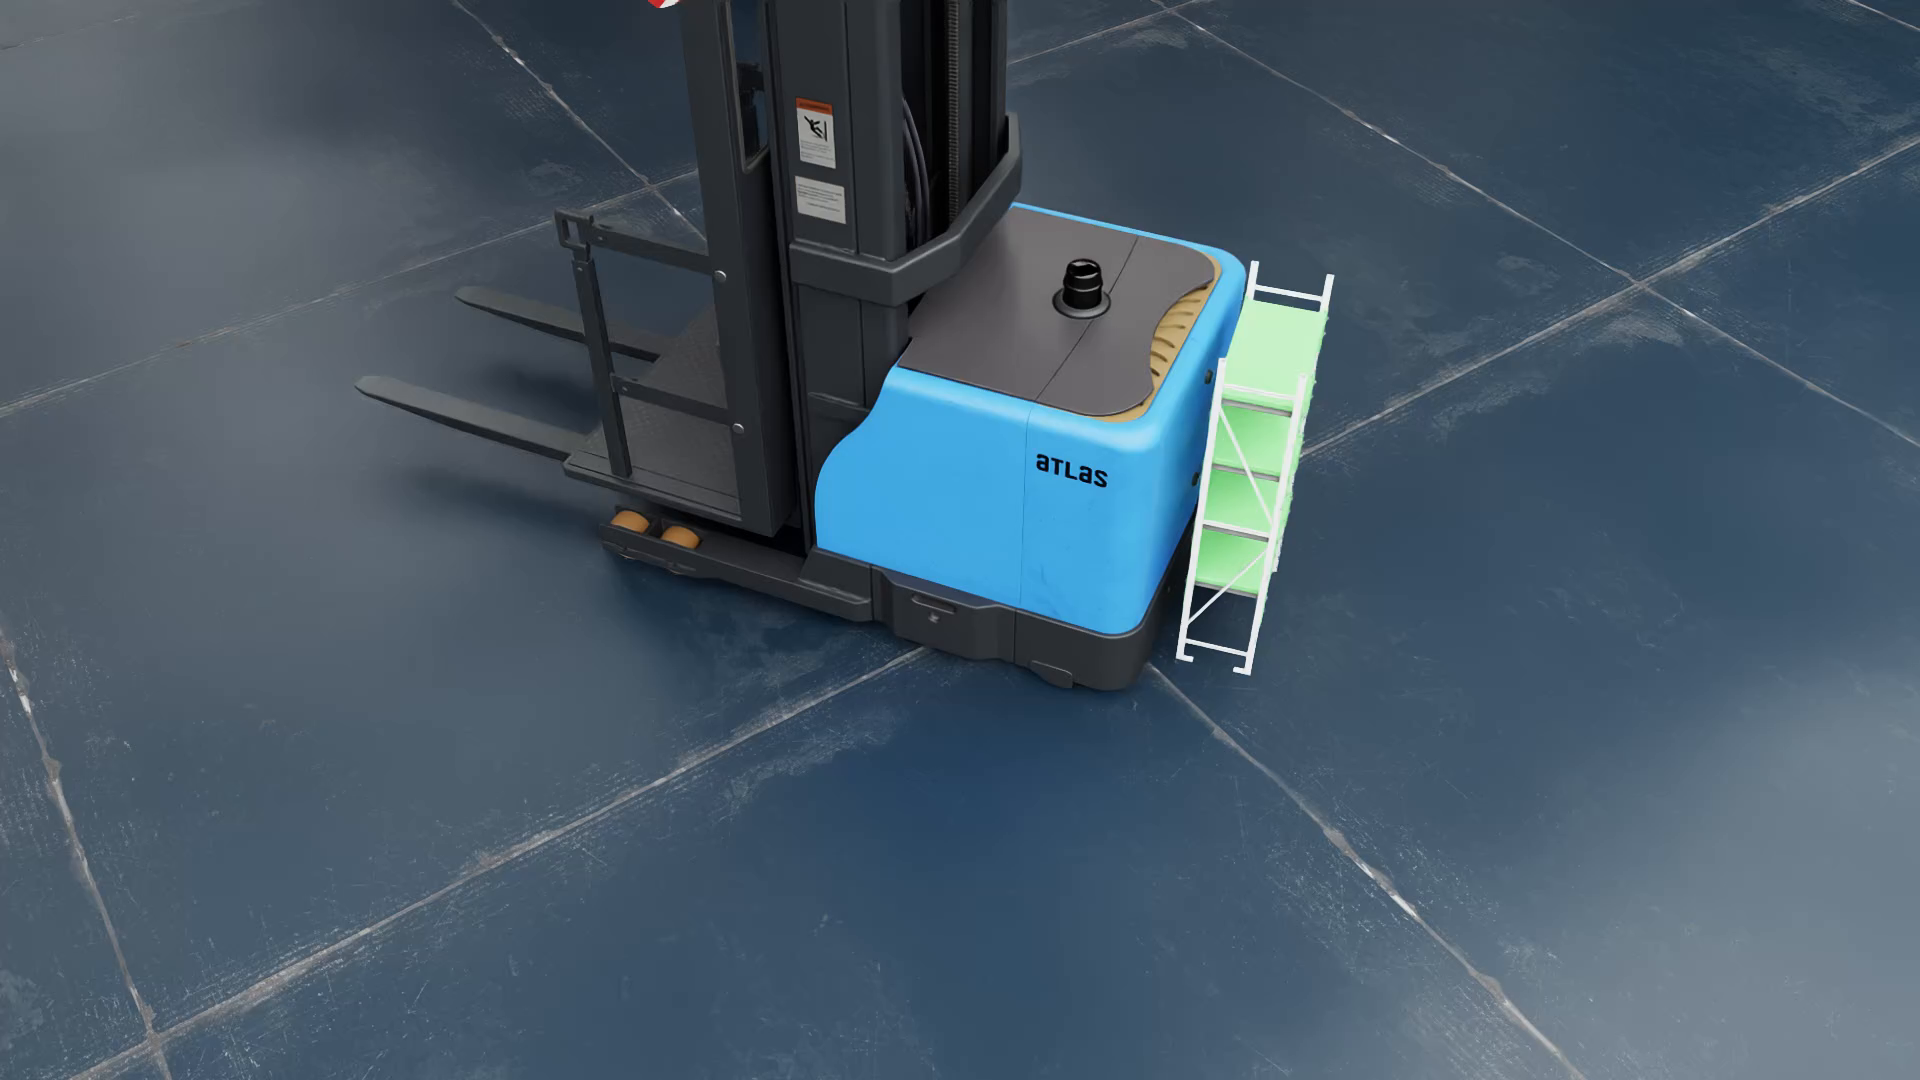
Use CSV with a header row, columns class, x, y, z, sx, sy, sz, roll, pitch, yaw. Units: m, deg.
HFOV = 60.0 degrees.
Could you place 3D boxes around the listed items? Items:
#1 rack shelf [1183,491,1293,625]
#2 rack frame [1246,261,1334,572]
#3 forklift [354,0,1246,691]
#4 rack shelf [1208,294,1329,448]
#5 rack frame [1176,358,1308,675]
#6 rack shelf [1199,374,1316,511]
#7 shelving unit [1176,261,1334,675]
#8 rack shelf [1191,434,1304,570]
class,x,y,z,sx,sy,sz,roll,pitch,yaw
rack shelf,0.887,0.026,5.292,0.258,0.148,0.480,13,45,12
rack frame,0.963,-0.354,5.250,0.240,1.200,0.015,13,45,12
forklift,-0.670,-1.260,4.947,3.031,2.935,1.130,16,46,16
rack shelf,0.892,-0.493,4.794,0.258,0.148,0.480,13,45,12
rack frame,0.816,-0.032,4.914,0.240,1.200,0.015,13,45,12
rack shelf,0.890,-0.320,4.960,0.258,0.148,0.480,13,45,12
shelving unit,0.889,-0.193,5.082,0.258,1.200,0.503,13,45,12
rack shelf,0.889,-0.147,5.126,0.258,0.148,0.480,13,45,12
